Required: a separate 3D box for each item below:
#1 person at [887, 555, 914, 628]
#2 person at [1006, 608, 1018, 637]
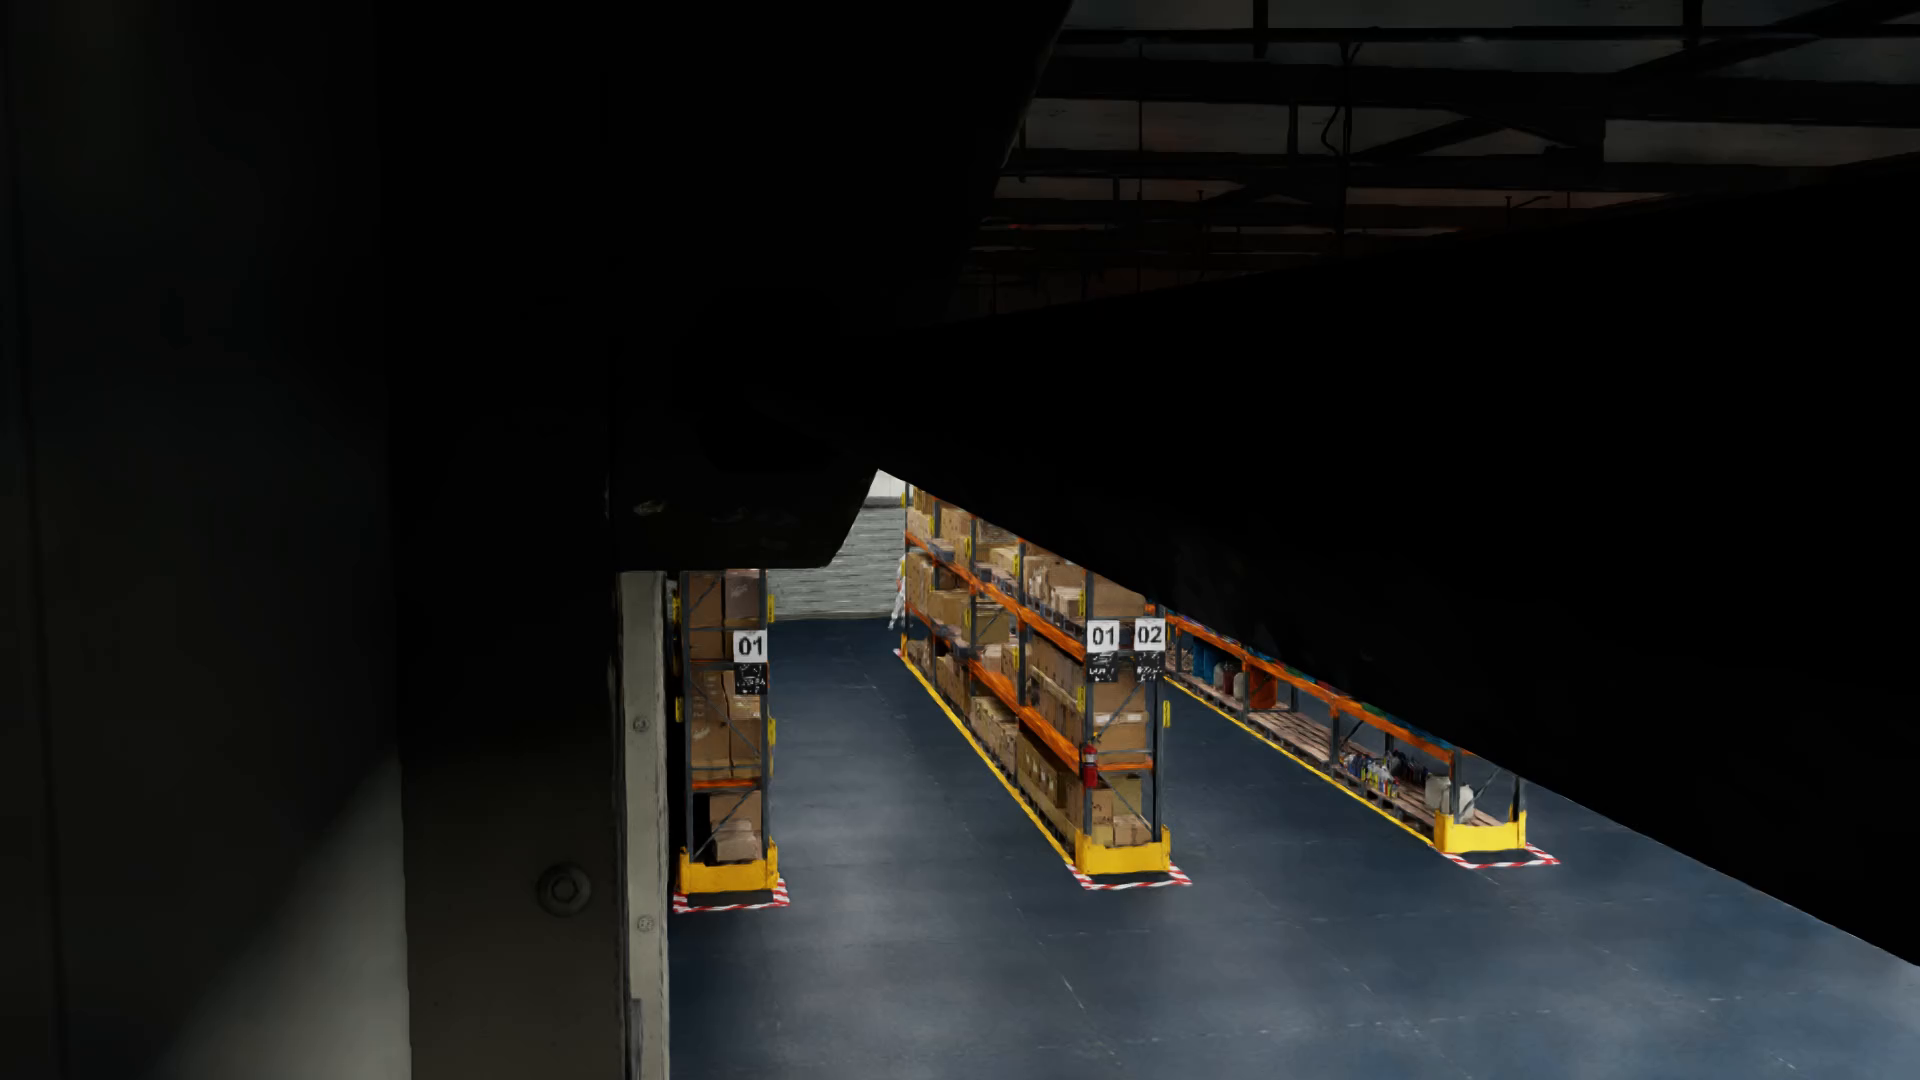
[{"bbox_3d":[-1.445,1.267,40.361,0.487,1.782,0.705,4,7,32],"label":"person"},{"bbox_3d":[1.104,1.855,35.864,0.566,1.541,0.519,-1,6,-13],"label":"person"}]
